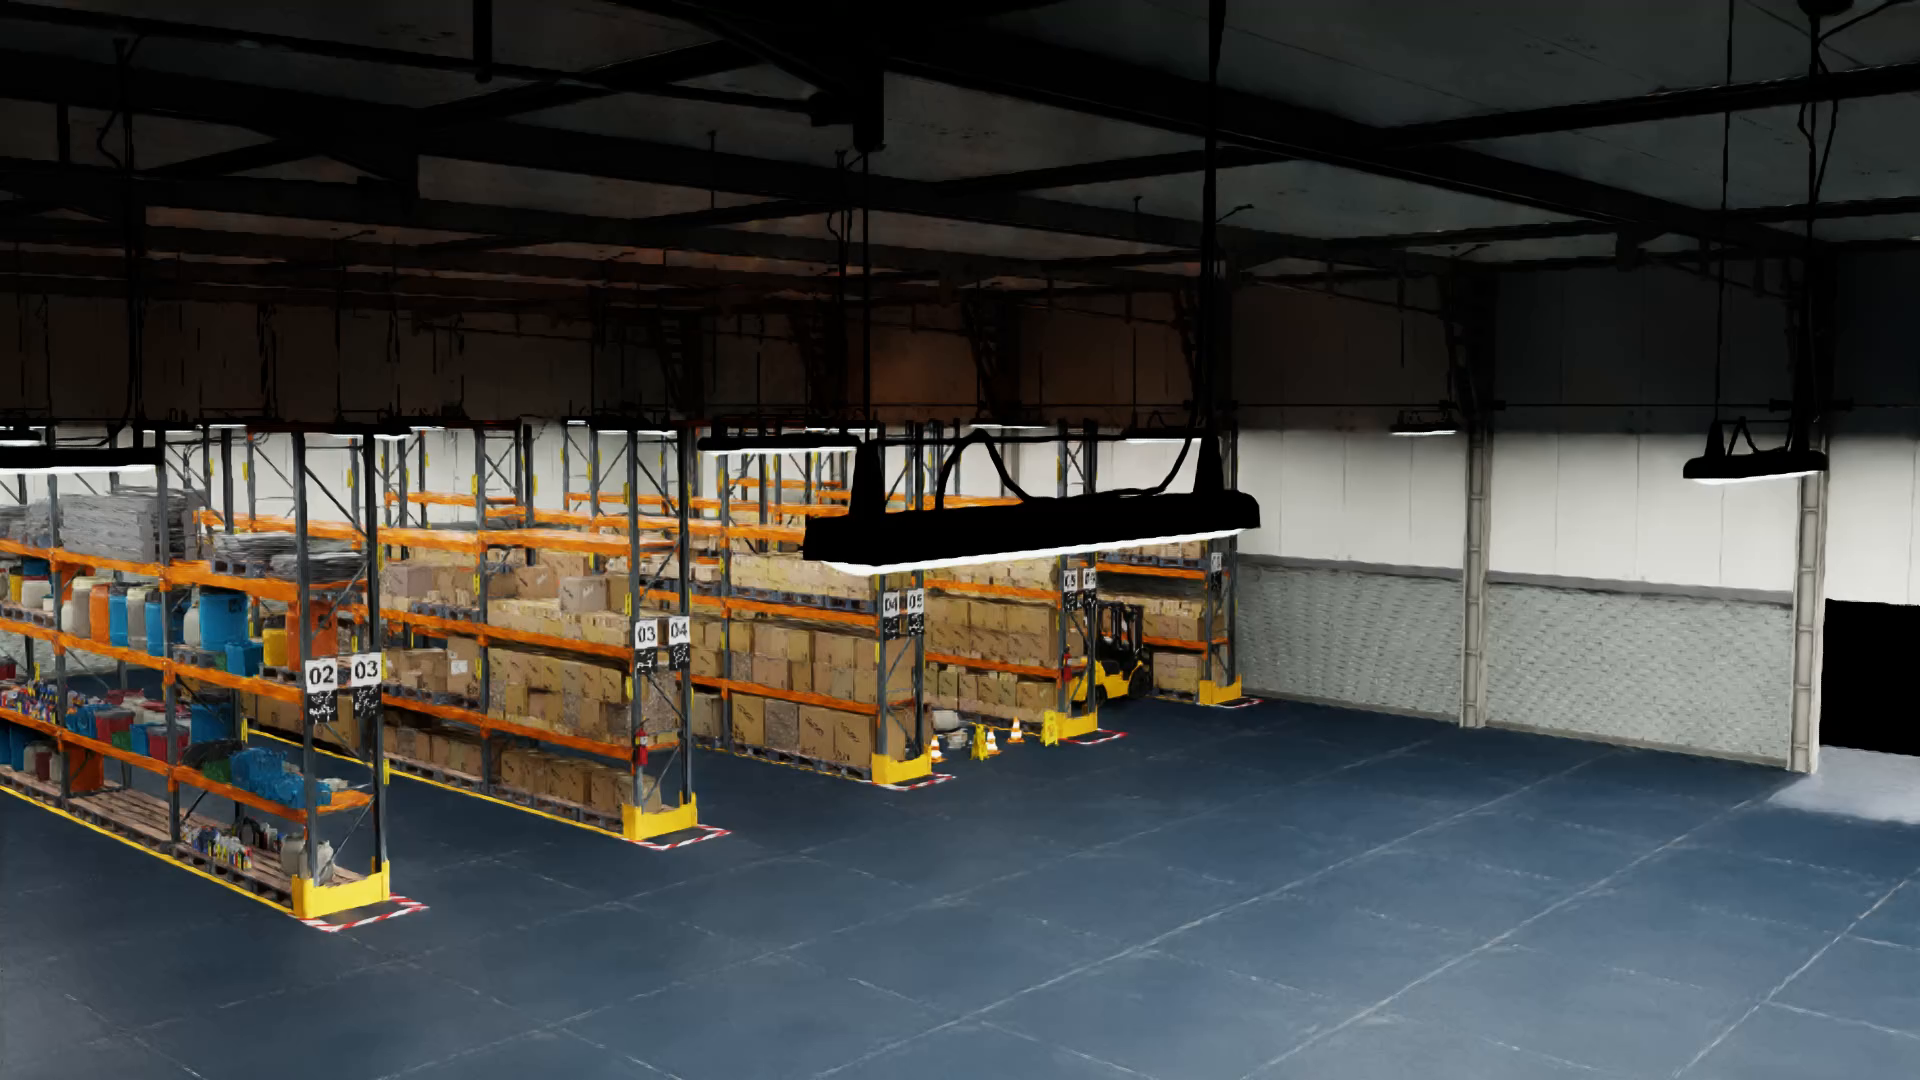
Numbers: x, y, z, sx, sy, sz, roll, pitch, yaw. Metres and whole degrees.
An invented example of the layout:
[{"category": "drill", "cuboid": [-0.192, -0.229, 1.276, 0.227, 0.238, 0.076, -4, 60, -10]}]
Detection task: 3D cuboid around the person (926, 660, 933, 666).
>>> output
[{"category": "person", "cuboid": [-0.804, 2.472, 36.851, 0.569, 1.668, 0.560, -1, 5, -16]}]
